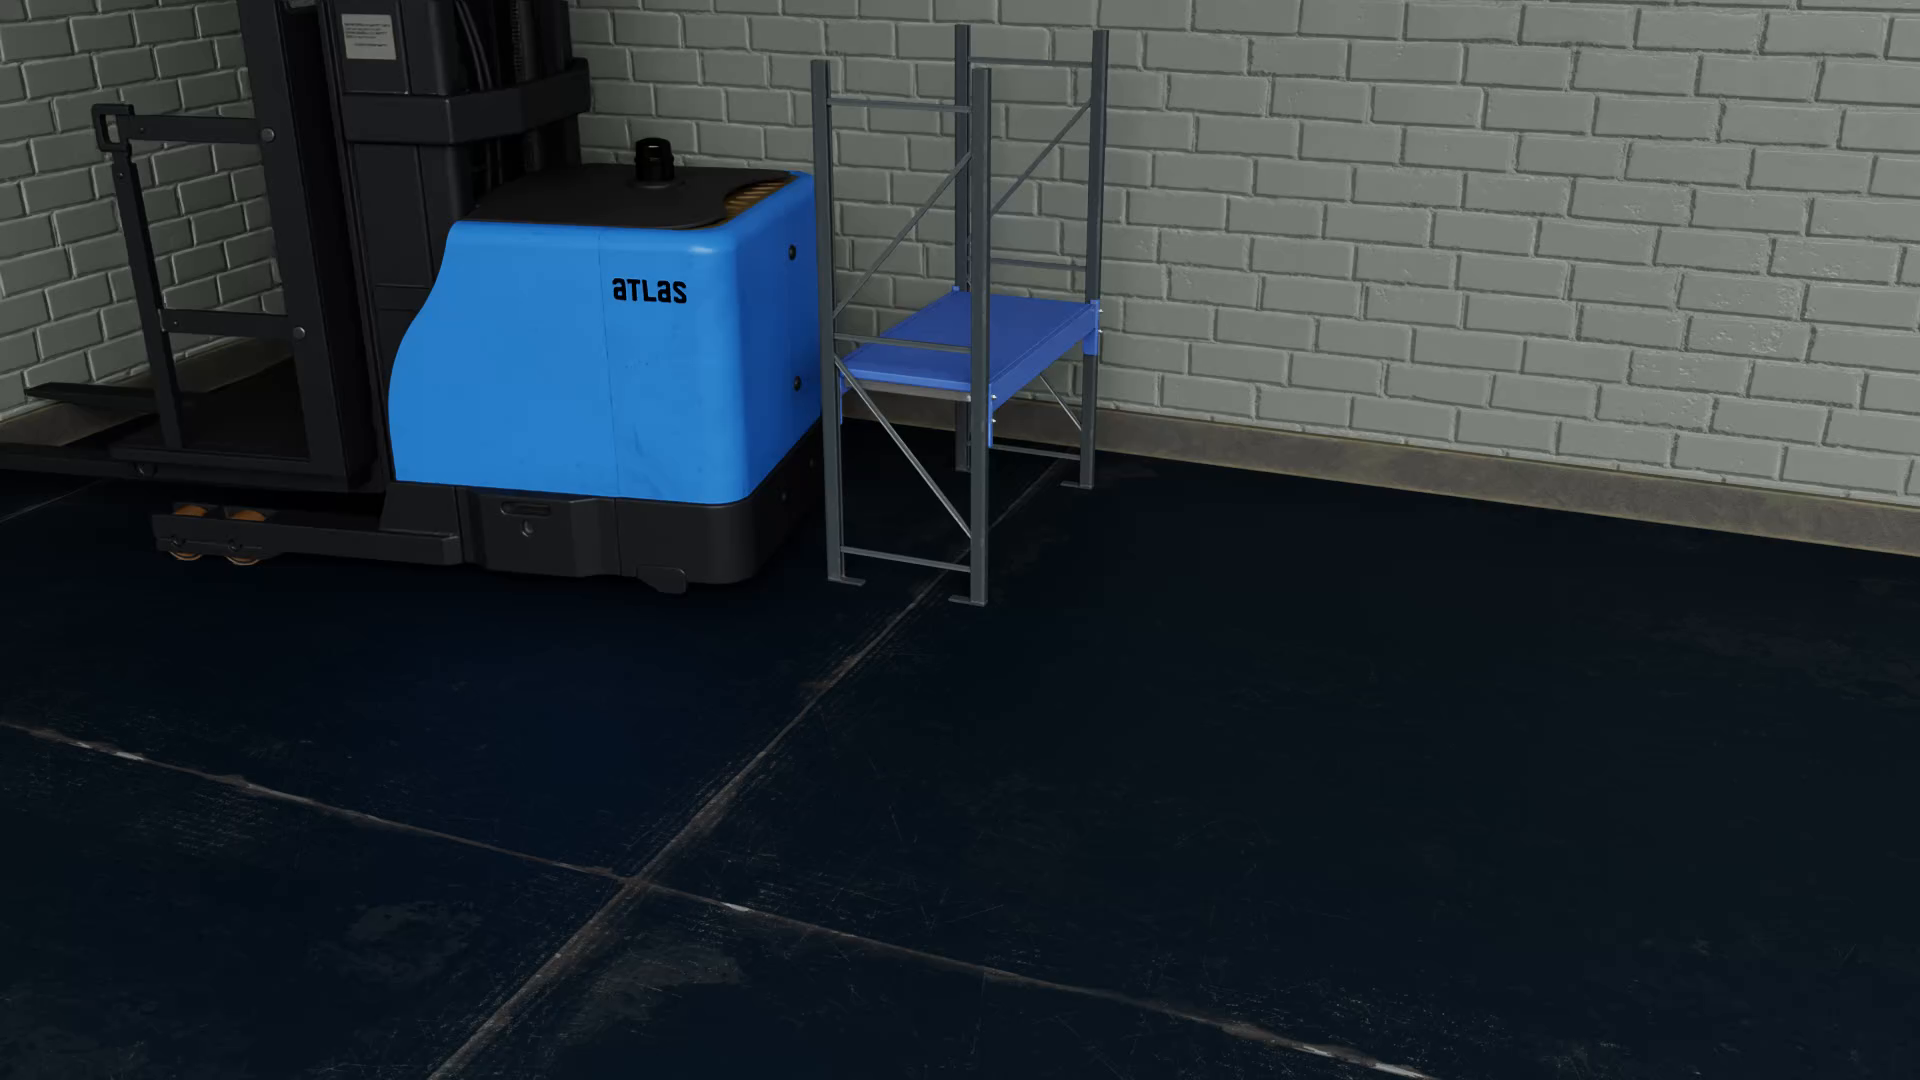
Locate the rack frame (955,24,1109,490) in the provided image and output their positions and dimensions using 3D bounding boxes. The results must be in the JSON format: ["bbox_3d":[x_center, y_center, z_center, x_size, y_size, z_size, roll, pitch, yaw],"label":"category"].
[{"bbox_3d":[0.221,-0.904,5.470,0.500,1.500,0.032,9,24,20],"label":"rack frame"}]

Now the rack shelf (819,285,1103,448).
[{"bbox_3d":[0.032,-0.557,5.103,0.538,0.185,1.000,9,24,20],"label":"rack shelf"}]

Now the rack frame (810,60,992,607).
[{"bbox_3d":[-0.157,-0.541,4.598,0.500,1.500,0.032,9,24,20],"label":"rack frame"}]

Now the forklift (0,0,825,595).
[{"bbox_3d":[-1.987,-1.467,4.959,3.031,2.935,1.130,5,23,11],"label":"forklift"}]

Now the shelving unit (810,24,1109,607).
[{"bbox_3d":[0.032,-0.723,5.034,0.538,1.500,1.048,9,24,20],"label":"shelving unit"}]
